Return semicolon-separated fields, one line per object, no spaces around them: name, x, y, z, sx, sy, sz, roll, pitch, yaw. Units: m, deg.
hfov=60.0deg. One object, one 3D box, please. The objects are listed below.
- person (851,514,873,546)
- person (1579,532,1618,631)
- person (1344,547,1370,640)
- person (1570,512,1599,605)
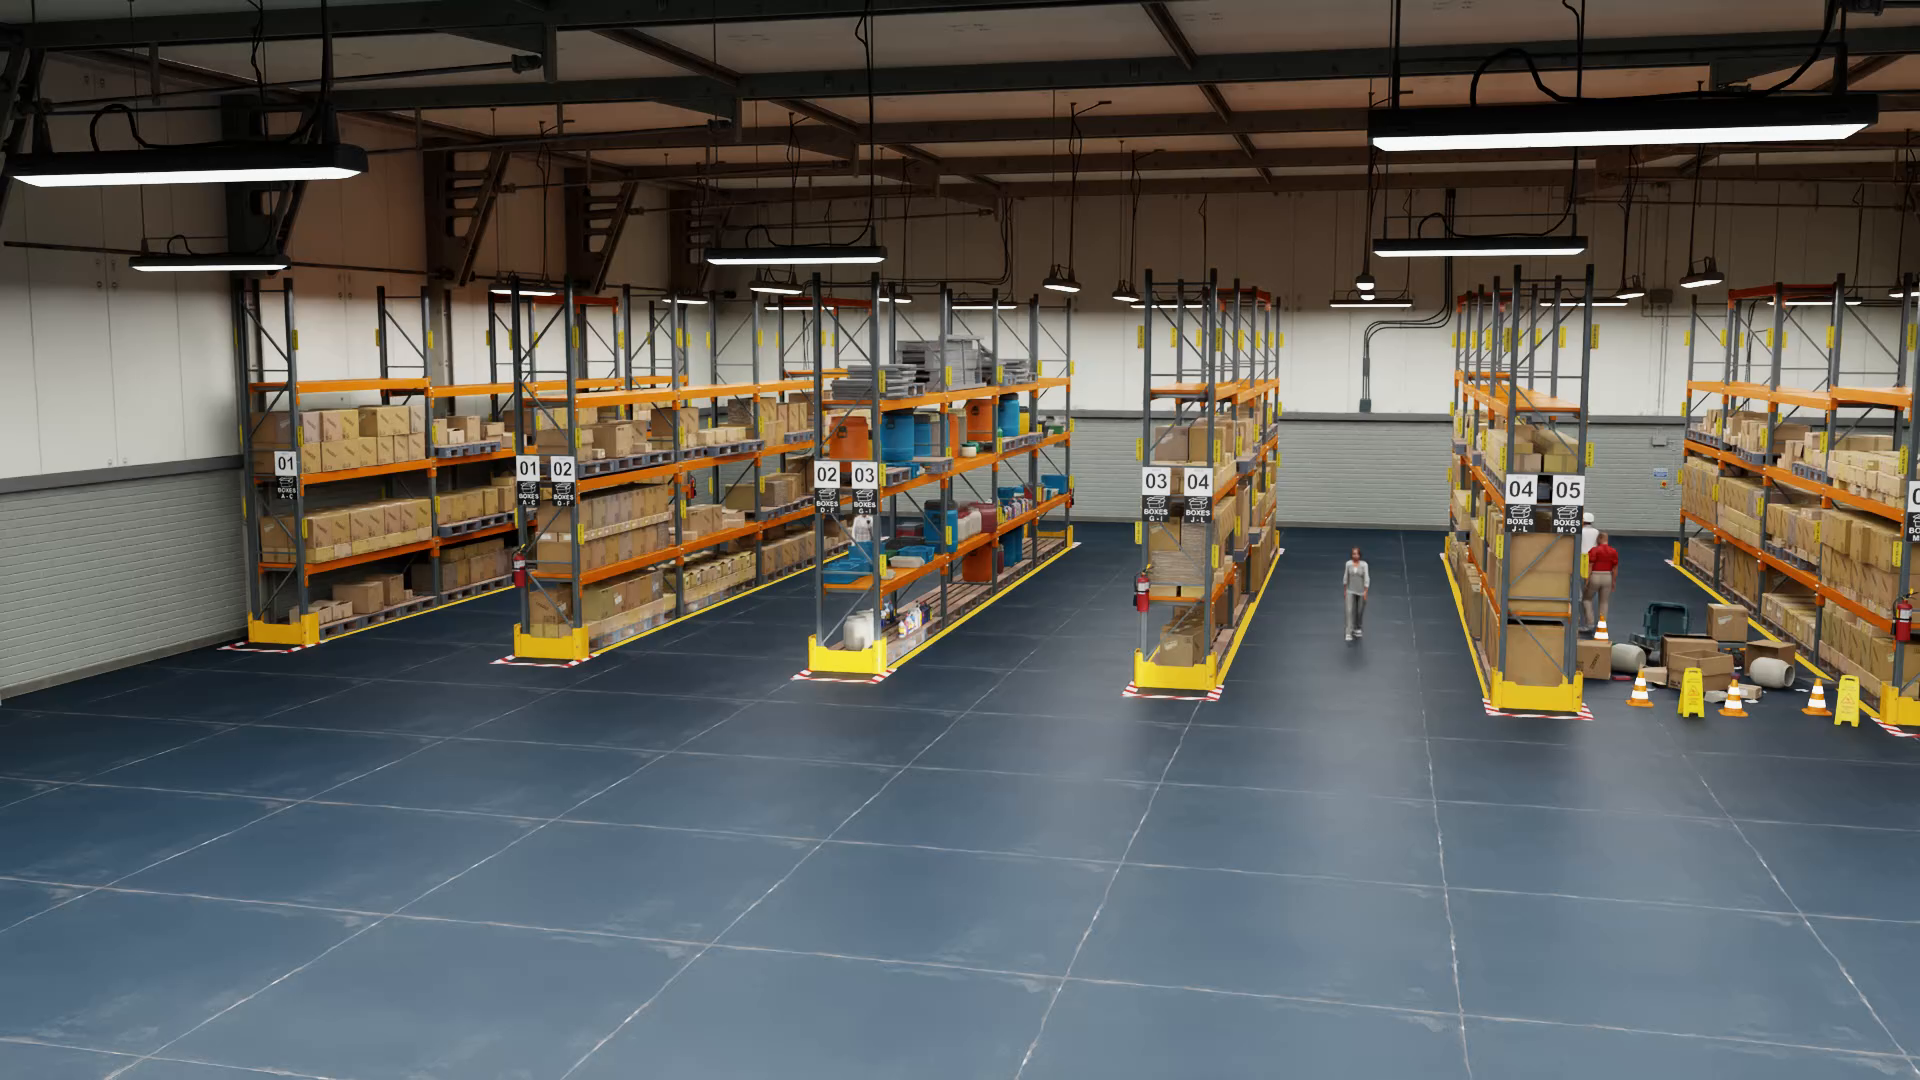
person;-2.001;-0.083;34.543;0.480;1.456;1.018;2;7;13
person;10.985;0.739;28.504;0.572;1.743;0.502;1;7;8
person;6.613;0.891;27.774;0.436;1.545;0.945;2;7;17
person;11.793;0.384;31.373;0.570;1.813;0.382;-1;7;-11
